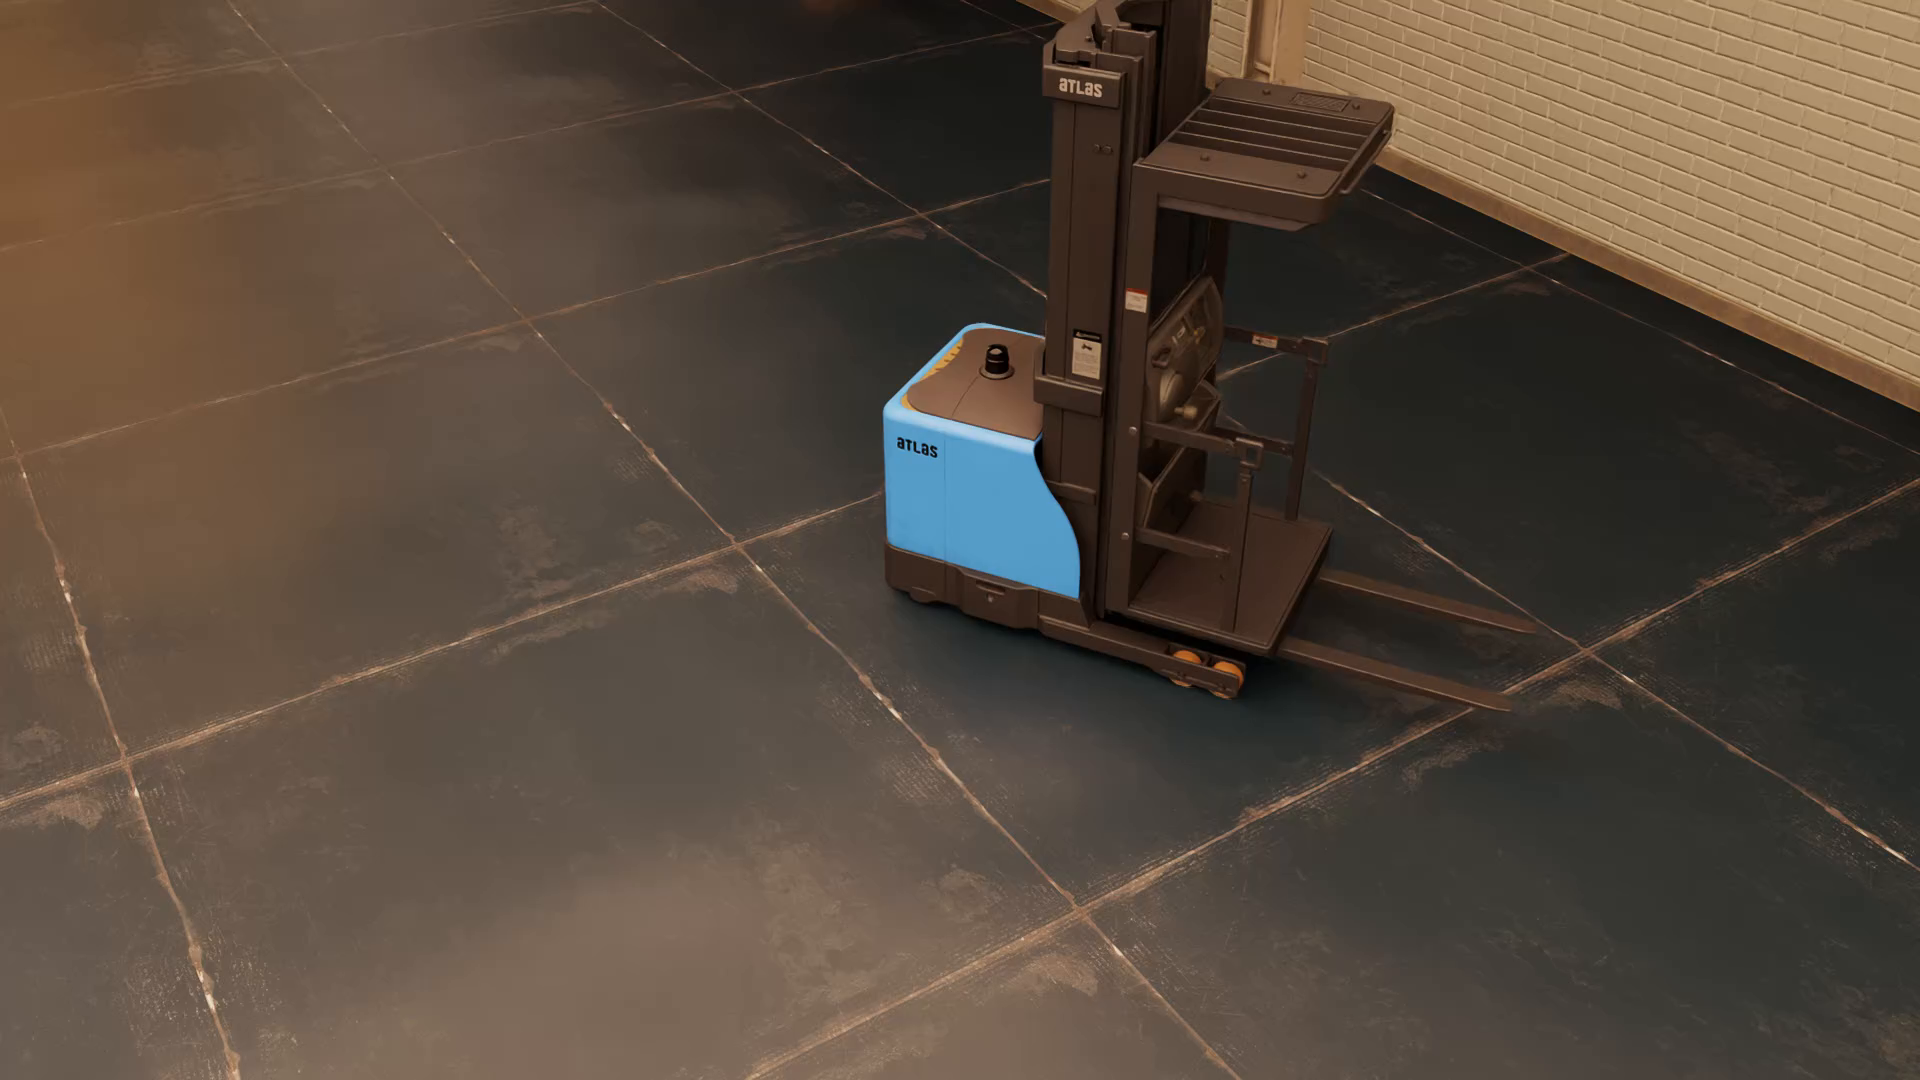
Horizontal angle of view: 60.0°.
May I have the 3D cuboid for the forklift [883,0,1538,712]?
[{"bbox_3d":[1.182,-0.821,7.315,3.031,2.935,1.130,15,38,21],"label":"forklift"}]
